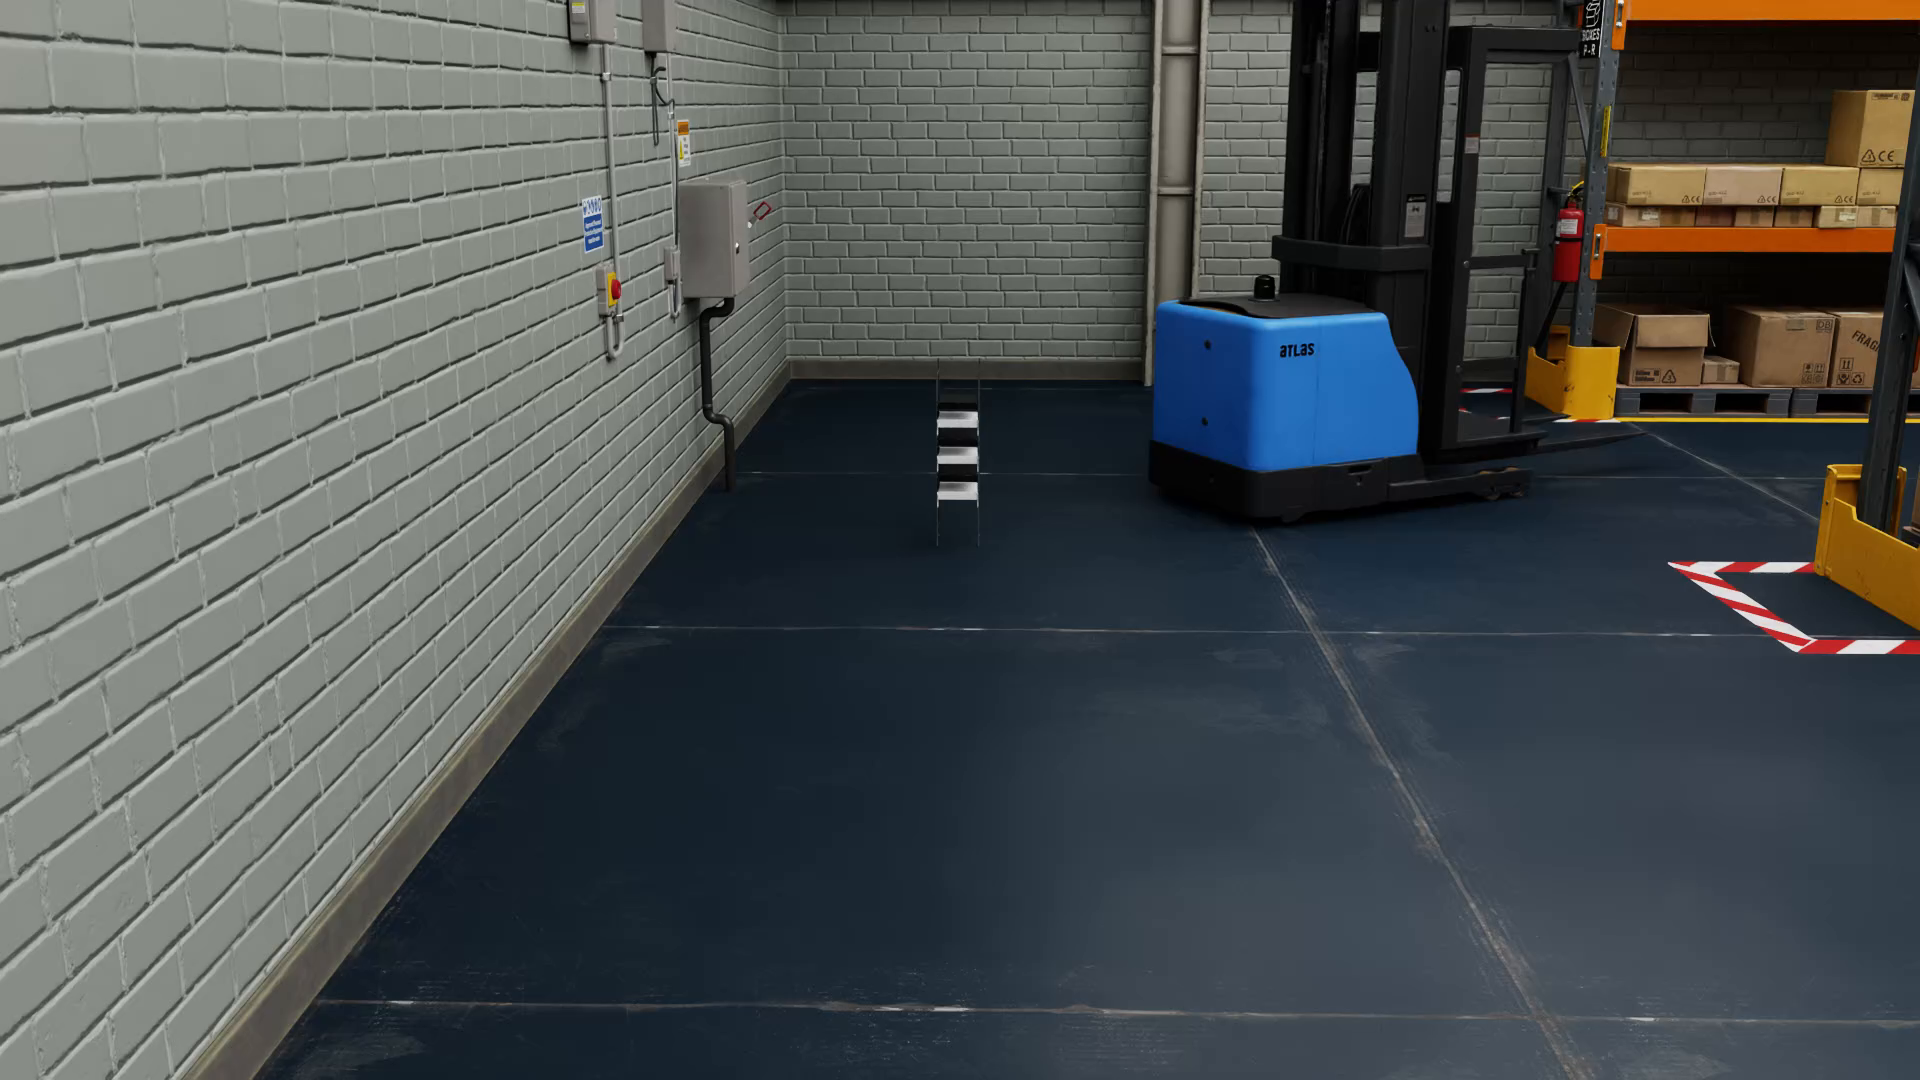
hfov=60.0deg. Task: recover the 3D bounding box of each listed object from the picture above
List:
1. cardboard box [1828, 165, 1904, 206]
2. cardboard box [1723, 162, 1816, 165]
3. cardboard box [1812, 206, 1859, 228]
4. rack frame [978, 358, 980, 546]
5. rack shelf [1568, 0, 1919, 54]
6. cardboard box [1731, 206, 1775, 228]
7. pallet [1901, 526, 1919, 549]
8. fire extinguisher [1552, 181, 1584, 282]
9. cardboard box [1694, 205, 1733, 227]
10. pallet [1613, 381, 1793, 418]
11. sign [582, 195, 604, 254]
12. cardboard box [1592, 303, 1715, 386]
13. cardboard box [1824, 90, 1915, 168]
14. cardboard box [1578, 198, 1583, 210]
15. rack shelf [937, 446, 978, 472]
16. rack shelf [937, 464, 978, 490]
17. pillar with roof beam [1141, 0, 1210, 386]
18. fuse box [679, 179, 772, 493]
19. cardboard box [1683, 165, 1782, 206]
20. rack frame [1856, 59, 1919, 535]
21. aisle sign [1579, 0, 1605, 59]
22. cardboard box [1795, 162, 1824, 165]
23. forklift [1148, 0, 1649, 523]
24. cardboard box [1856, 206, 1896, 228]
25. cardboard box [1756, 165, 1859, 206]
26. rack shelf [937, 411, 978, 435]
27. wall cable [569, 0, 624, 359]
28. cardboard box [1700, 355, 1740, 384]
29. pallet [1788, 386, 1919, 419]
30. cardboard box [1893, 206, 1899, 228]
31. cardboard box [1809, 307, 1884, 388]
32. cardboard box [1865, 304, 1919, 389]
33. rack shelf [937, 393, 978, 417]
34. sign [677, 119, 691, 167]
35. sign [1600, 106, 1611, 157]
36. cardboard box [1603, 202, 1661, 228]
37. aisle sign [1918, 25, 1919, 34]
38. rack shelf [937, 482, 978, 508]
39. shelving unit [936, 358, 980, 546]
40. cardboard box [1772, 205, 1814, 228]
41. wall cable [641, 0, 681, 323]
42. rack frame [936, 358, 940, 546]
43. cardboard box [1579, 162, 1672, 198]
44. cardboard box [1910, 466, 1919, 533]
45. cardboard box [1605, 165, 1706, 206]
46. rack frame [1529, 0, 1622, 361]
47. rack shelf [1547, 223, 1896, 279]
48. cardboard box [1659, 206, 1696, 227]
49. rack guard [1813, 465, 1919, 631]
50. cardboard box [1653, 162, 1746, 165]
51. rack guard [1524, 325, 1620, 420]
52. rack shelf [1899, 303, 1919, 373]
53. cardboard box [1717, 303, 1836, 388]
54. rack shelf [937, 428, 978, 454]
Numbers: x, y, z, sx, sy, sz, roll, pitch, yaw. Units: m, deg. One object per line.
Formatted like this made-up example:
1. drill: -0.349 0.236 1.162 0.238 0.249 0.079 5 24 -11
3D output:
1. cardboard box: 6.267 -2.427 11.372 0.500 0.250 0.500 0 15 0
2. cardboard box: 5.775 -2.559 11.871 0.500 0.250 0.500 1 15 3
3. cardboard box: 5.906 -2.217 11.355 0.250 0.149 0.380 0 15 0
4. rack frame: 0.094 -0.435 8.223 0.006 0.900 0.240 0 15 1
5. rack shelf: 6.297 -3.521 11.335 4.000 0.370 1.077 0 15 1
6. cardboard box: 5.389 -2.238 11.435 0.250 0.149 0.380 1 15 3
7. pallet: 4.976 0.168 7.289 1.213 0.211 1.003 0 15 1
8. fire extinguisher: 4.139 -2.097 11.290 0.183 0.674 0.296 0 15 1
9. cardboard box: 5.138 -2.255 11.500 0.250 0.149 0.380 0 15 1
10. pallet: 5.171 -1.077 12.011 1.213 0.211 1.003 0 15 1
11. sign: -1.525 -1.315 6.915 0.001 0.218 0.327 0 15 1
12. cardboard box: 4.907 -1.399 11.834 0.637 0.503 0.797 0 15 -1
13. cardboard box: 6.244 -2.784 11.253 0.500 0.500 0.500 1 15 3
14. cardboard box: 4.636 -2.376 11.959 0.250 0.149 0.380 0 15 1
15. rack shelf: -0.008 -0.403 8.234 0.200 0.077 0.258 0 15 1
16. rack shelf: -0.008 -0.316 8.257 0.200 0.077 0.258 0 15 1
17. pillar with roof beam: 1.515 -4.482 7.687 0.400 9.000 9.100 0 15 1
18. fuse box: -1.263 -1.108 9.186 0.414 1.711 0.539 0 15 1
19. cardboard box: 5.248 -2.428 11.373 0.500 0.250 0.500 1 15 2
20. rack frame: 4.175 -1.166 6.878 0.127 3.000 1.000 0 15 1
21. aisle sign: 4.222 -3.614 11.062 0.004 0.787 0.394 0 15 1
22. cardboard box: 6.297 -2.556 11.858 0.500 0.250 0.500 0 15 1
23. forklift: 2.606 -1.745 9.209 3.031 2.935 1.130 -7 16 -26
24. cardboard box: 6.170 -2.220 11.368 0.250 0.149 0.380 1 15 3
25. cardboard box: 5.755 -2.425 11.364 0.500 0.250 0.500 0 15 0
26. rack shelf: -0.008 -0.577 8.188 0.200 0.077 0.258 0 15 1
27. wall cable: -1.463 -1.703 6.861 0.123 1.953 0.585 0 15 1
28. cardboard box: 5.330 -1.215 11.831 0.250 0.149 0.380 0 15 -1
29. pallet: 6.387 -1.069 11.978 1.213 0.211 1.003 0 15 1
30. cardboard box: 6.429 -2.236 11.428 0.250 0.149 0.380 0 15 1
31. cardboard box: 6.286 -1.353 11.666 0.500 0.500 0.500 1 15 2
32. cardboard box: 6.798 -1.375 11.750 0.500 0.500 0.700 0 15 -1
33. rack shelf: -0.008 -0.664 8.165 0.200 0.077 0.258 0 15 1
34. sign: -1.472 -2.118 8.868 0.001 0.242 0.339 0 15 1
35. sign: 4.284 -2.712 11.041 0.005 0.325 0.100 0 15 1
36. cardboard box: 4.619 -2.238 11.434 0.250 0.149 0.380 0 15 1
37. aisle sign: 4.111 -2.502 6.848 0.004 0.787 0.394 0 15 1
38. rack shelf: -0.008 -0.229 8.280 0.200 0.077 0.258 0 15 1
39. shelving unit: -0.008 -0.435 8.225 0.210 0.900 0.258 0 15 1
40. cardboard box: 5.655 -2.238 11.433 0.250 0.149 0.380 1 15 2
41. wall cable: -1.438 -2.049 8.236 0.122 1.984 0.588 0 15 1
42. rack frame: -0.110 -0.436 8.228 0.006 0.900 0.240 0 15 1
43. cardboard box: 4.764 -2.567 11.902 0.500 0.250 0.500 1 15 3
44. cardboard box: 4.837 -0.151 7.231 0.875 0.438 0.875 0 15 0
45. cardboard box: 4.744 -2.431 11.385 0.500 0.250 0.500 0 15 2
46. rack frame: 4.298 -2.431 11.676 0.127 3.000 1.000 0 15 1
47. rack shelf: 6.297 -2.071 11.718 4.000 0.370 1.077 0 15 1
48. cardboard box: 4.875 -2.248 11.473 0.250 0.149 0.380 1 15 3
49. rack guard: 4.151 0.043 7.197 0.348 0.500 1.175 0 15 1
50. cardboard box: 5.280 -2.564 11.888 0.500 0.250 0.500 0 15 2
51. rack guard: 4.374 -1.222 11.993 0.348 0.500 1.175 0 15 1
52. rack shelf: 6.174 -0.805 6.920 4.000 0.370 1.077 0 15 1
53. cardboard box: 5.760 -1.382 11.776 0.500 0.500 0.700 1 15 4
54. rack shelf: -0.008 -0.490 8.211 0.200 0.077 0.258 0 15 1
